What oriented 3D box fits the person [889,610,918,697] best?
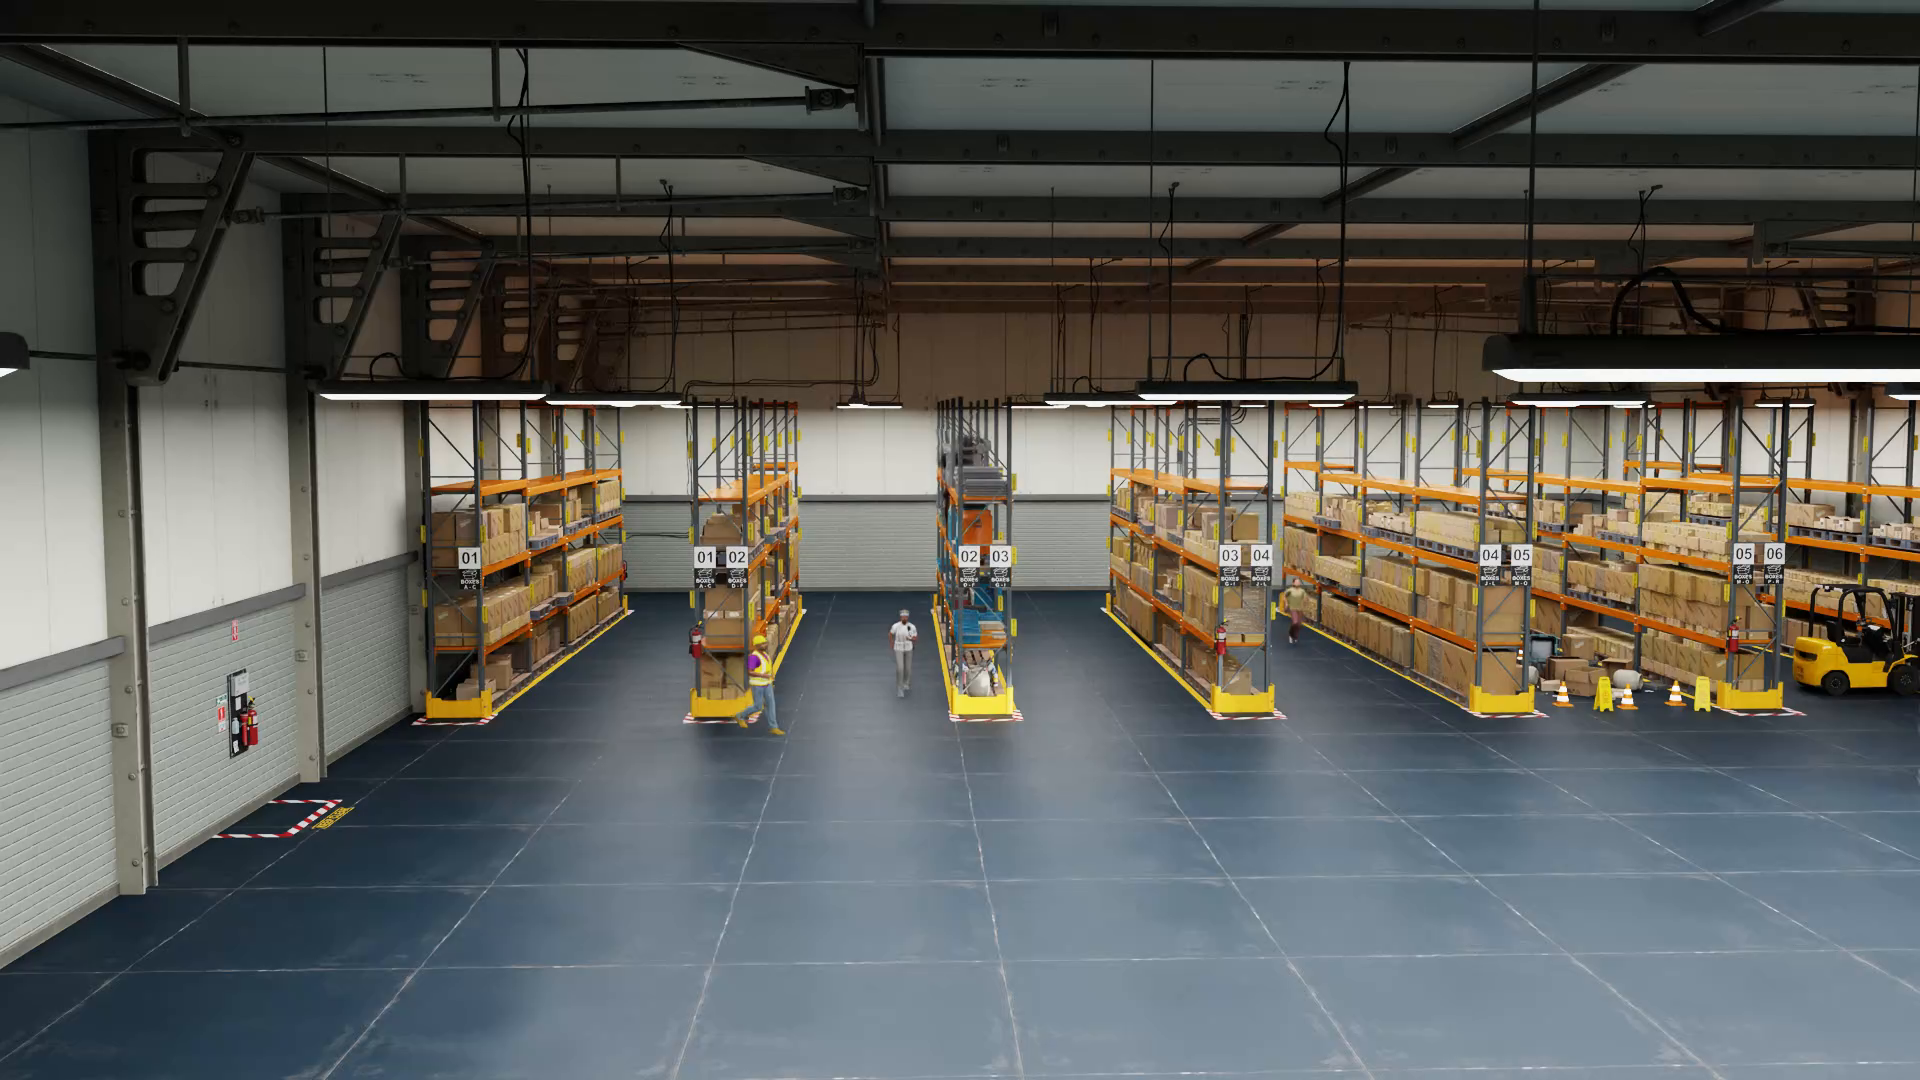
[{"bbox_3d":[-1.140,2.276,33.645,0.547,1.751,0.777,-1,4,-9],"label":"person"}]

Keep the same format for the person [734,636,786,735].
[{"bbox_3d":[-3.534,2.563,29.388,0.976,1.760,0.712,2,5,23],"label":"person"}]

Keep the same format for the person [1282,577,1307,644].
[{"bbox_3d":[8.248,1.733,40.797,0.550,1.641,0.638,-1,4,-7],"label":"person"}]
